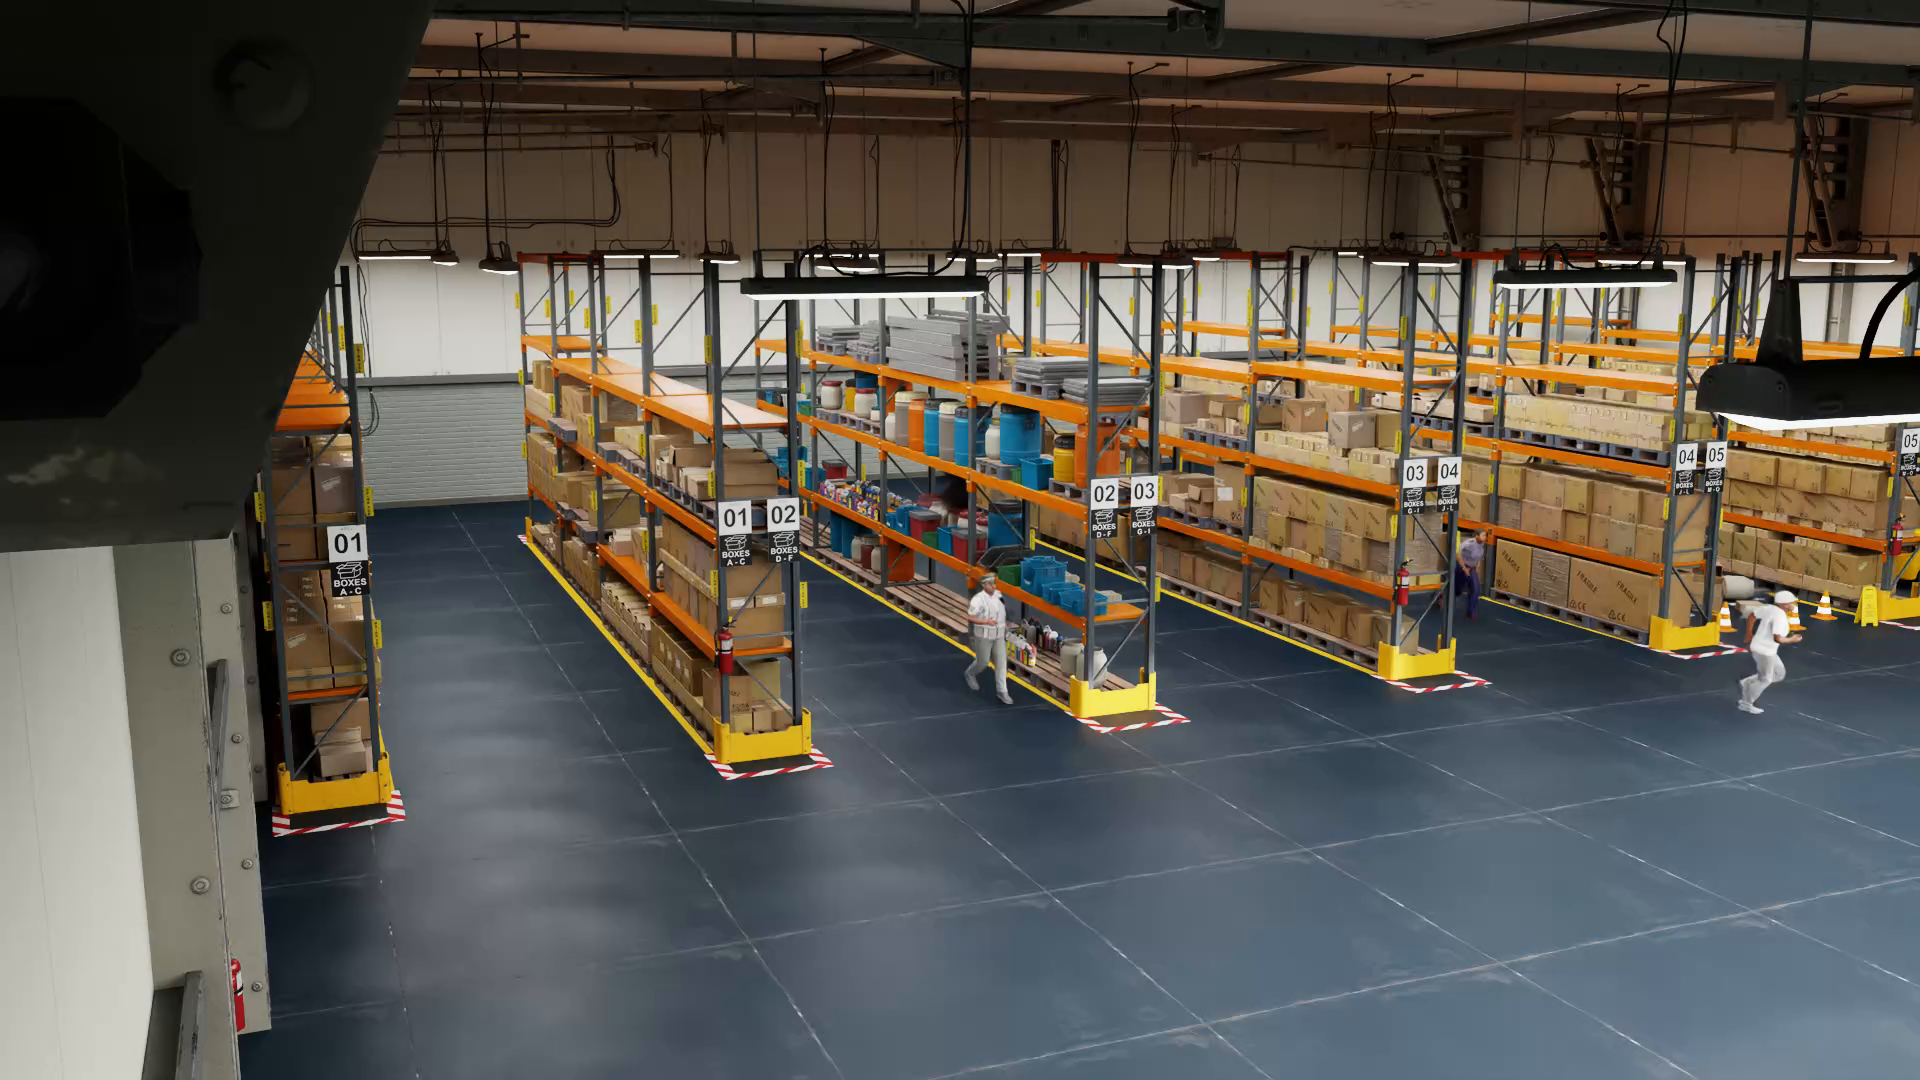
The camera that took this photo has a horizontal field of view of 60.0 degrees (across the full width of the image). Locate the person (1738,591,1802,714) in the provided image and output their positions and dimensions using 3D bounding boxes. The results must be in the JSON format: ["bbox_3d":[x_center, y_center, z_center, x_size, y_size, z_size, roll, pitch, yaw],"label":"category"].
[{"bbox_3d":[10.822,1.499,22.177,0.687,1.694,0.678,3,11,18],"label":"person"}]

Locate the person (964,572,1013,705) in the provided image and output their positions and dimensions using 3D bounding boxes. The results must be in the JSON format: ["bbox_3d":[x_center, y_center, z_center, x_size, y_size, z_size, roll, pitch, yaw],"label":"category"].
[{"bbox_3d":[0.400,1.310,22.874,0.662,1.783,0.973,-7,12,-32],"label":"person"}]

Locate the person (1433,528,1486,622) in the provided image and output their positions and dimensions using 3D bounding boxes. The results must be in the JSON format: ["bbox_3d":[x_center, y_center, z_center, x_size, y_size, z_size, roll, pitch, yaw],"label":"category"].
[{"bbox_3d":[8.389,0.538,27.873,0.623,1.611,0.921,-9,14,-41],"label":"person"}]
